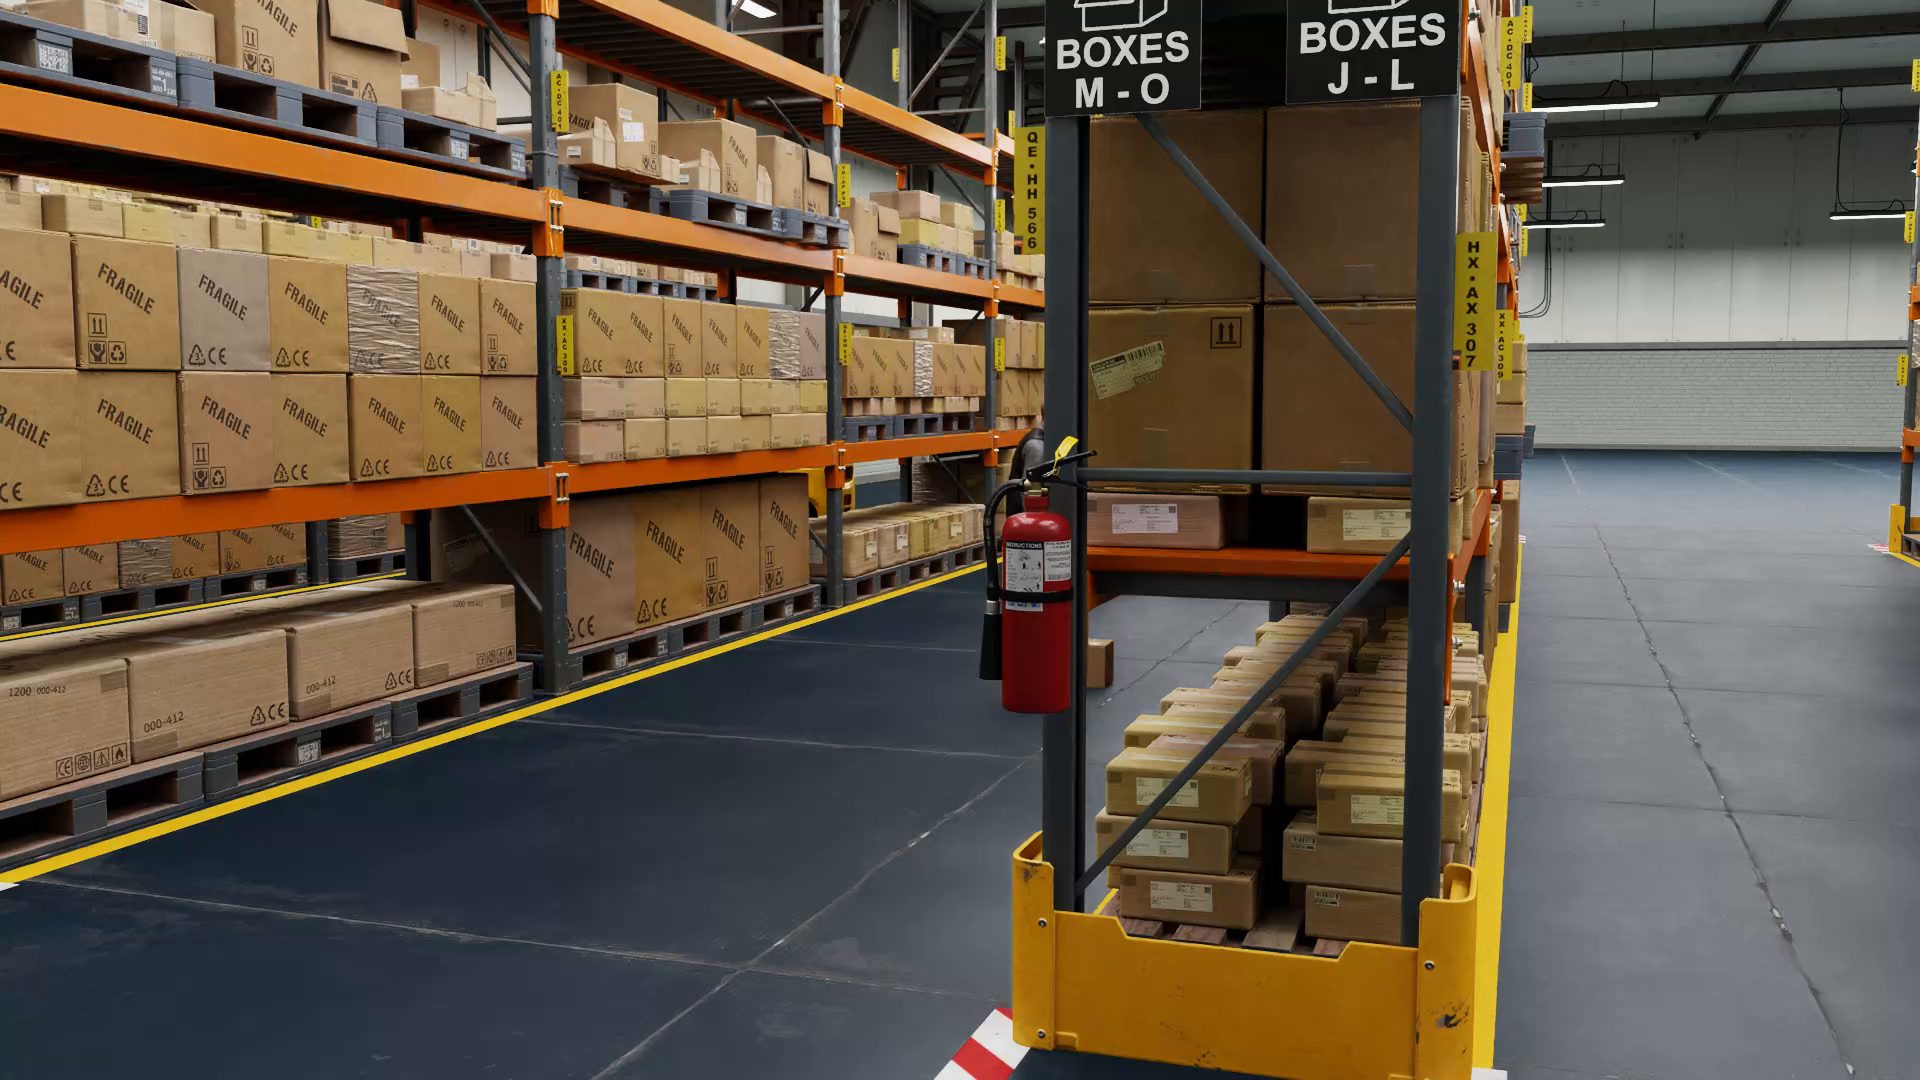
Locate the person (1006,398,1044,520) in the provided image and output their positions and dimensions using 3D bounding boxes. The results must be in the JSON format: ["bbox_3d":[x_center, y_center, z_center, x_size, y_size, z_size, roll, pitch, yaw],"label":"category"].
[{"bbox_3d":[0.486,-0.015,9.801,0.426,1.719,0.580,1,5,16],"label":"person"}]
